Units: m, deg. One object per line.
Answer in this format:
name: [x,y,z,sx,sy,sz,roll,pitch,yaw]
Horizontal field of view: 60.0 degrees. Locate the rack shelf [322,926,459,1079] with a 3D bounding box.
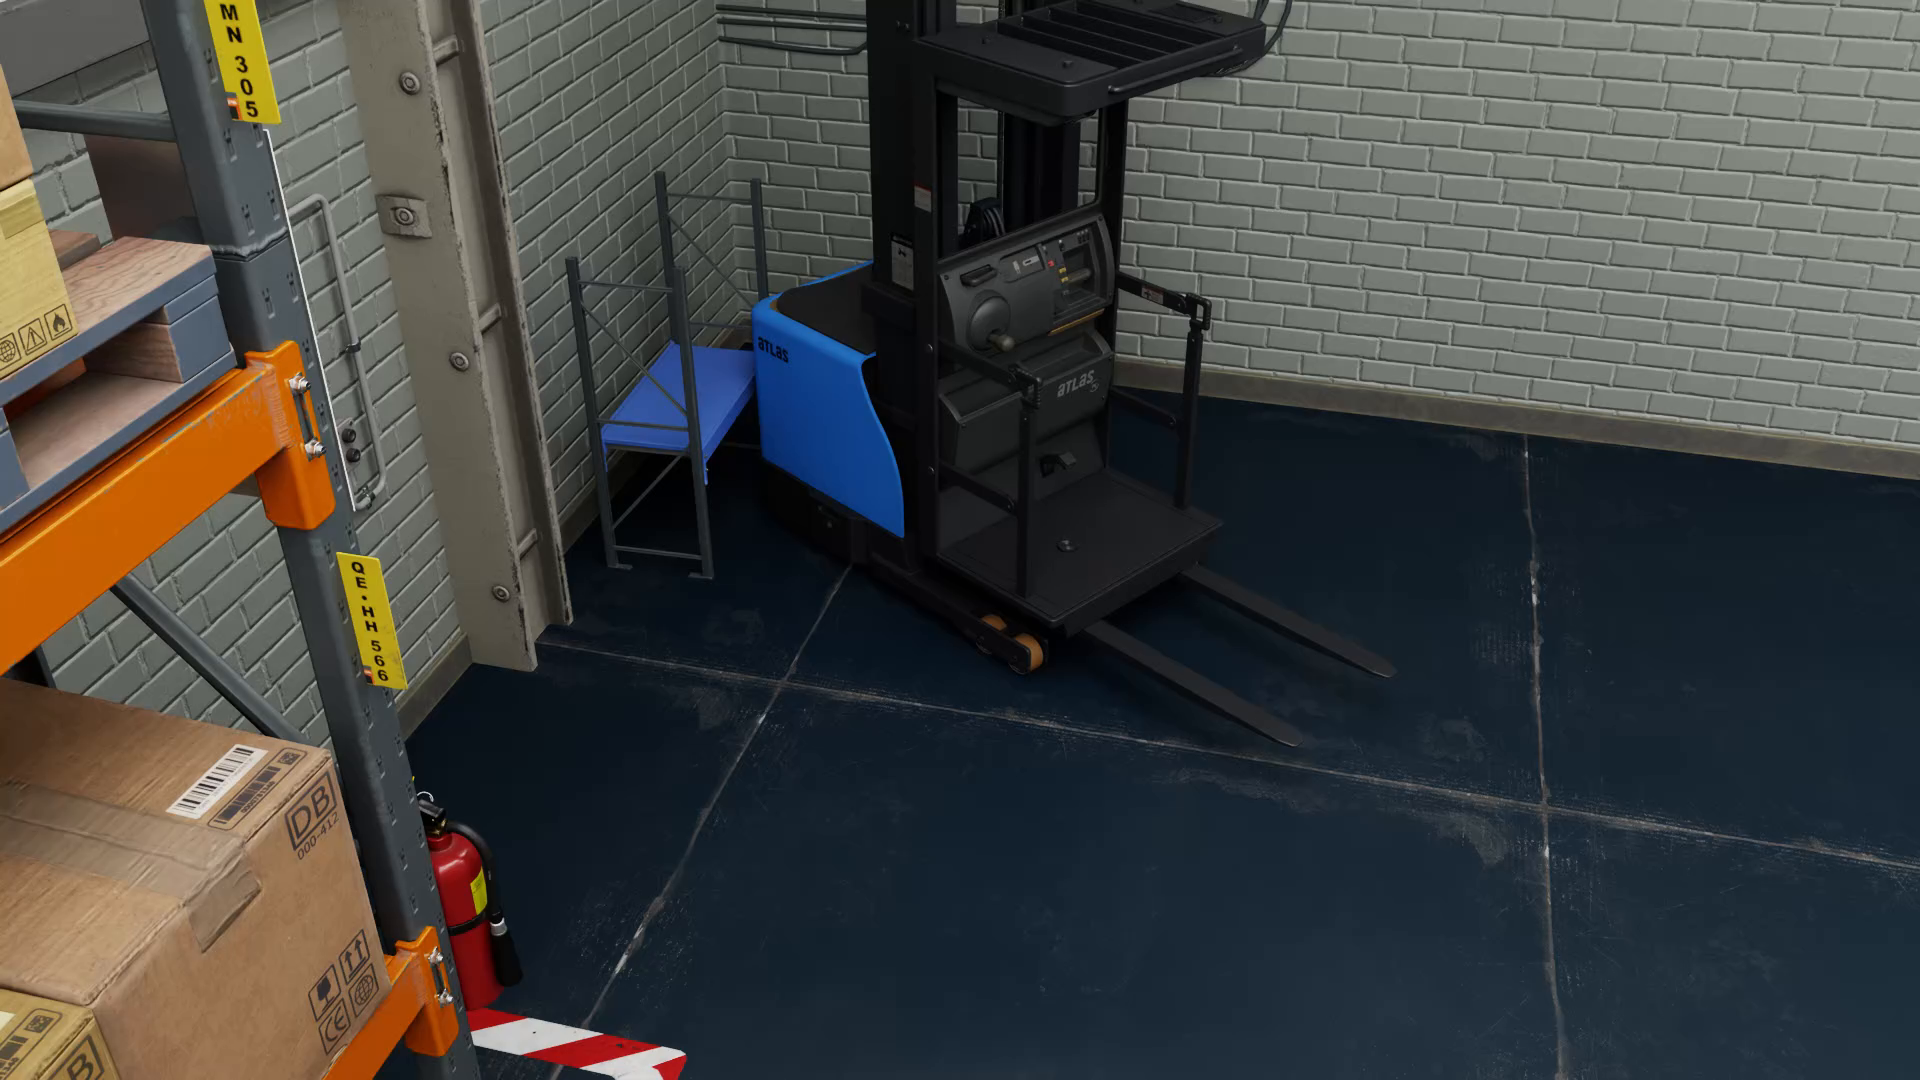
rack shelf: [-2.228,2.017,2.451,1.077,0.370,4.000,8,33,12]

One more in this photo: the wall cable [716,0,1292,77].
wall cable: [0.060,-3.432,7.655,3.097,2.526,0.112,8,33,12]

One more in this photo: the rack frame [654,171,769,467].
rack frame: [-1.148,-1.022,7.960,0.500,1.500,0.032,6,33,10]

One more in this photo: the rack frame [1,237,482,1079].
rack frame: [-1.721,0.676,3.891,1.000,3.000,0.127,8,33,12]

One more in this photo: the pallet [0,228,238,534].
pallet: [-1.899,-0.166,2.502,1.003,0.211,1.213,8,33,12]

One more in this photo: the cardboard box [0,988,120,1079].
cardboard box: [-2.014,1.194,2.796,0.980,0.700,0.700,8,33,12]

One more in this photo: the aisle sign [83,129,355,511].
aisle sign: [-1.412,-0.418,3.188,0.394,0.787,0.004,8,33,12]

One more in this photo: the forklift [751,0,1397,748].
forklift: [0.431,-0.996,6.584,1.130,2.935,3.031,-27,41,-36]

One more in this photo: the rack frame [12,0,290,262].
rack frame: [-1.721,-1.856,2.281,1.000,3.000,0.127,8,33,12]

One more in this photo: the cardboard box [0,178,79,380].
cardboard box: [-1.650,-0.330,2.332,0.500,0.250,0.500,9,34,14]

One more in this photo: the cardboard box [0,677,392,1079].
cardboard box: [-1.841,0.815,3.392,0.980,0.700,0.700,10,34,15]

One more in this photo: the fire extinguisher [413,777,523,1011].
fire extinguisher: [-1.236,0.850,4.036,0.296,0.674,0.183,8,33,12]

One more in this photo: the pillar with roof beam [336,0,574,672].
pillar with roof beam: [2.292,-2.789,3.749,9.100,9.000,0.400,8,33,12]

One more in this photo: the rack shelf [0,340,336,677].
rack shelf: [-2.228,0.752,1.647,1.077,0.370,4.000,8,33,12]

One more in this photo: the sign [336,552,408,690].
sign: [-1.199,0.168,3.389,0.100,0.325,0.005,8,33,12]

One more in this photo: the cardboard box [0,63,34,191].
cardboard box: [-1.643,-0.646,2.130,0.500,0.500,0.500,8,33,12]

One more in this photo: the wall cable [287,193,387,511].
wall cable: [-2.311,-0.546,4.866,0.084,1.984,1.851,8,33,12]

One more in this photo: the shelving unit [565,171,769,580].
shelving unit: [-1.251,-0.755,7.540,0.538,1.500,1.048,6,33,10]

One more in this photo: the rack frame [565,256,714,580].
rack frame: [-1.355,-0.488,7.120,0.500,1.500,0.032,6,33,10]

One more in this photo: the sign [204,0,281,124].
sign: [-1.199,-0.849,2.742,0.100,0.325,0.005,8,33,12]

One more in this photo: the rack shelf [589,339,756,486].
rack shelf: [-1.251,-0.604,7.636,0.538,0.185,1.000,6,33,10]
